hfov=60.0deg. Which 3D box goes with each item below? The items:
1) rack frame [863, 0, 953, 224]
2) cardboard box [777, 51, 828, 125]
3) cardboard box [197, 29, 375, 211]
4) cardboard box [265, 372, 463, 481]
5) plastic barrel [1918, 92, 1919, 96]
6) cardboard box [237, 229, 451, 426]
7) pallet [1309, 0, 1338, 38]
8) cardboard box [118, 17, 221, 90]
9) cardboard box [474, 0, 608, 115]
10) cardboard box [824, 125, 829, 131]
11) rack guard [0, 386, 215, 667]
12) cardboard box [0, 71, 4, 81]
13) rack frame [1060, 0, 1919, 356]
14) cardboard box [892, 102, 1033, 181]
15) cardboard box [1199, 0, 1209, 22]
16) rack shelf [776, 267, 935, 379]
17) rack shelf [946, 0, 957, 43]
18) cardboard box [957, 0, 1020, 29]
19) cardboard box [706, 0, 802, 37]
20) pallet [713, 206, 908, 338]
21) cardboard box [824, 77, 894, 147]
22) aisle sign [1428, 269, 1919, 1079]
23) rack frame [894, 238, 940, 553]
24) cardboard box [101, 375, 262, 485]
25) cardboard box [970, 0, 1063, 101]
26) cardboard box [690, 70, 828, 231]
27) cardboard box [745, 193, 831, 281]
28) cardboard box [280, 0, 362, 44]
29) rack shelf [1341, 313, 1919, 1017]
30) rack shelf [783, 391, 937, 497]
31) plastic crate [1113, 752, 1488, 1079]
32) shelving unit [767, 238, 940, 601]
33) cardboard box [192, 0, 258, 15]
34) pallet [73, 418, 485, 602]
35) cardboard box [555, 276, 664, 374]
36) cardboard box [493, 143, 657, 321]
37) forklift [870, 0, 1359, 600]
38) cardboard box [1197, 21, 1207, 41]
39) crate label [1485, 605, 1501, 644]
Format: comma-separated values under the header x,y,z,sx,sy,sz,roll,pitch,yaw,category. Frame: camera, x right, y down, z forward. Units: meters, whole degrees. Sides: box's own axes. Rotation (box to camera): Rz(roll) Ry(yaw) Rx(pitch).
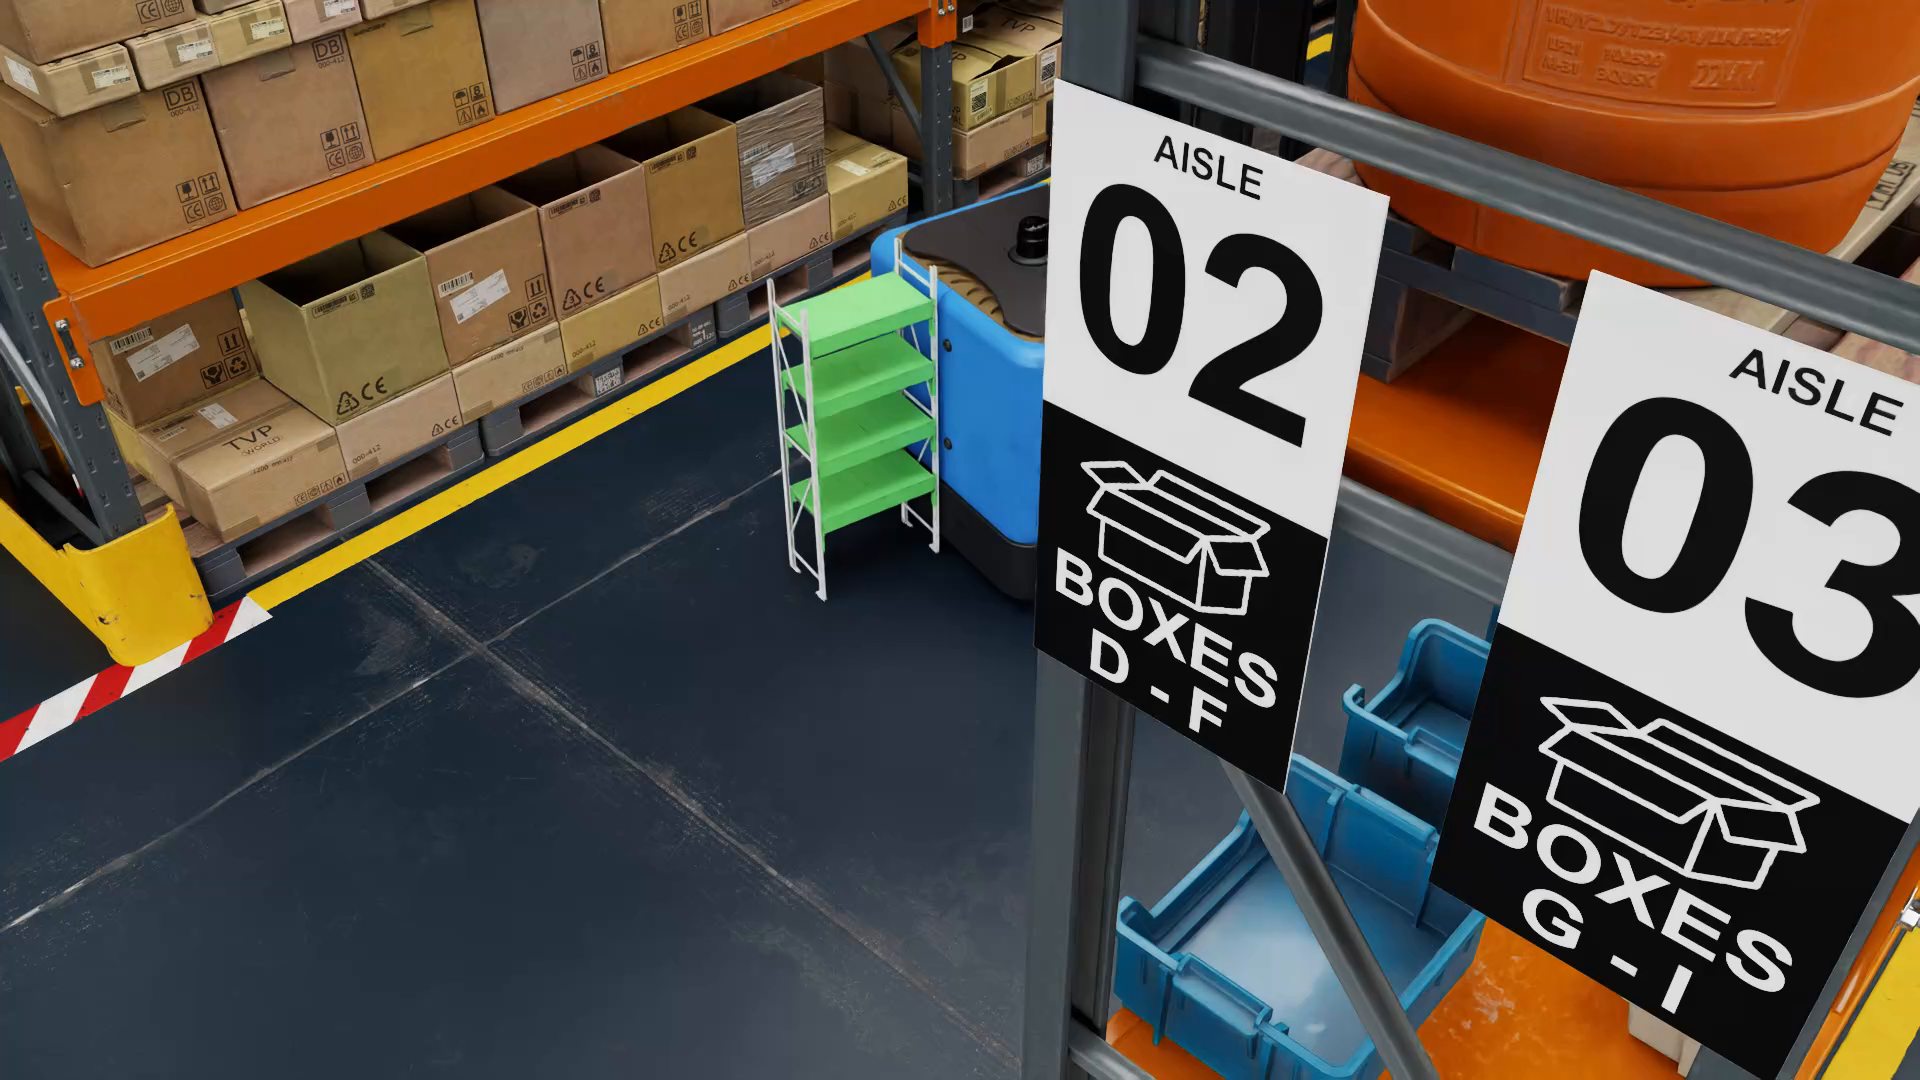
x,y,z,sx,sy,sz,roll,pitch,yaw,category
-0.443,-2.895,7.481,1.000,3.000,0.127,30,47,32,rack frame
-0.987,-2.195,7.870,0.500,0.500,0.500,30,47,32,cardboard box
-2.467,-1.549,5.708,0.700,0.500,0.500,31,48,33,cardboard box
-2.281,-0.530,6.378,0.500,0.250,0.500,30,47,32,cardboard box
1.187,-0.965,2.155,0.600,0.588,0.600,0,38,0,plastic barrel
-2.280,-0.823,6.144,0.500,0.500,0.500,30,47,32,cardboard box
1.671,-3.280,10.205,1.003,0.211,1.213,30,47,32,pallet
-2.542,-1.563,5.204,0.380,0.149,0.250,28,46,31,cardboard box
-1.775,-2.018,6.298,0.700,0.500,0.500,31,48,33,cardboard box
-0.980,-1.898,8.098,0.500,0.250,0.500,30,47,32,cardboard box
-3.158,-0.068,5.934,1.175,0.500,0.348,30,47,32,rack guard
-3.025,-1.606,5.258,0.380,0.149,0.250,29,47,31,cardboard box
0.512,-1.324,0.685,1.000,3.000,0.127,30,47,32,rack frame
0.012,-2.065,8.308,0.500,0.250,0.500,28,47,31,cardboard box
1.056,-2.995,9.028,0.500,0.311,0.500,31,48,33,cardboard box
-0.351,-0.725,5.529,0.480,0.148,0.258,-23,44,-26,rack shelf
0.906,-3.532,8.860,1.077,0.370,4.000,30,47,32,rack shelf
-0.035,-2.751,8.721,0.500,0.311,0.500,31,48,33,cardboard box
-1.089,-2.483,6.882,0.700,0.500,0.500,29,47,31,cardboard box
-1.011,-1.456,7.911,1.003,0.211,1.213,30,47,32,pallet
-0.377,-2.296,8.599,0.500,0.250,0.500,29,47,31,cardboard box
0.680,0.163,1.547,0.394,0.787,0.004,30,47,32,aisle sign
-0.149,-0.484,5.895,0.015,1.200,0.240,-23,44,-26,rack frame
-2.998,-0.516,6.361,0.500,0.250,0.500,30,47,32,cardboard box
0.361,-2.516,8.425,0.500,0.311,0.500,29,47,31,cardboard box
-0.941,-1.747,7.307,0.500,0.500,0.500,30,47,32,cardboard box
-0.939,-1.453,7.539,0.500,0.250,0.500,30,47,32,cardboard box
-2.201,-1.792,5.492,0.380,0.149,0.250,29,47,31,cardboard box
1.861,-0.787,2.998,1.077,0.370,4.000,30,47,32,rack shelf
-0.351,-0.349,5.828,0.480,0.148,0.258,-23,44,-26,rack shelf
0.629,0.727,3.046,0.499,0.251,0.616,30,47,32,plastic crate
-0.351,-0.399,5.788,0.503,1.200,0.258,-23,44,-26,shelving unit
-2.431,-2.082,5.335,0.700,0.500,0.500,28,46,31,cardboard box
-2.657,-0.335,6.502,1.003,0.211,1.213,30,47,32,pallet
-1.603,-0.987,6.953,0.500,0.250,0.500,30,47,32,cardboard box
-1.602,-1.280,6.719,0.500,0.500,0.500,30,47,32,cardboard box
1.175,-1.650,5.970,3.031,2.935,1.130,-23,44,-26,forklift
1.049,-2.771,9.197,0.500,0.250,0.500,31,48,33,cardboard box
1.554,0.051,3.747,0.502,0.435,0.616,30,47,32,crate label
